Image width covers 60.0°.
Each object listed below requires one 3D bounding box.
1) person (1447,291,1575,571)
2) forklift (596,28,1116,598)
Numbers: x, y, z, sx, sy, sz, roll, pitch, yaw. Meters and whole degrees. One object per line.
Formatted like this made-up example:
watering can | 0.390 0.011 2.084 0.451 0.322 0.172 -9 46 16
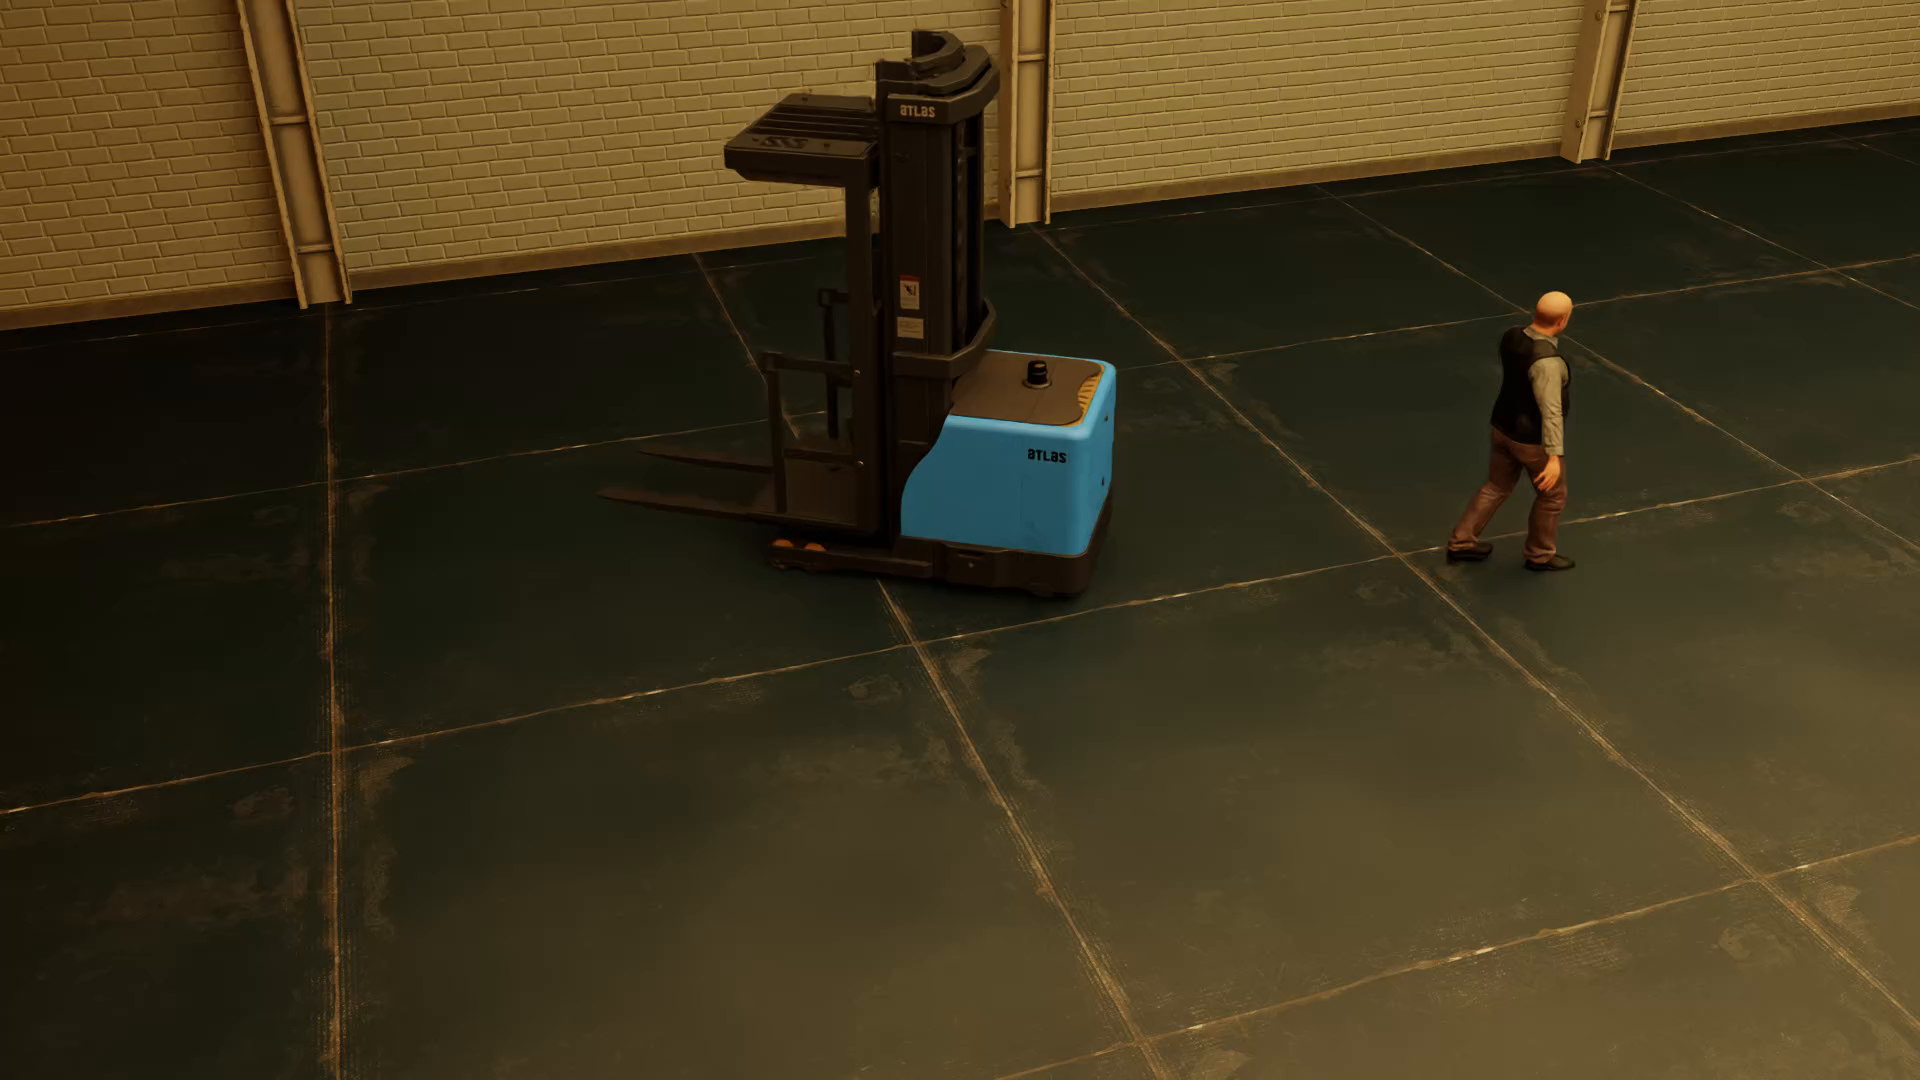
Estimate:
person | 3.249 -0.536 9.386 0.756 1.591 0.943 -8 31 -13
forklift | -0.652 -1.329 9.397 3.031 2.935 1.130 7 31 12
